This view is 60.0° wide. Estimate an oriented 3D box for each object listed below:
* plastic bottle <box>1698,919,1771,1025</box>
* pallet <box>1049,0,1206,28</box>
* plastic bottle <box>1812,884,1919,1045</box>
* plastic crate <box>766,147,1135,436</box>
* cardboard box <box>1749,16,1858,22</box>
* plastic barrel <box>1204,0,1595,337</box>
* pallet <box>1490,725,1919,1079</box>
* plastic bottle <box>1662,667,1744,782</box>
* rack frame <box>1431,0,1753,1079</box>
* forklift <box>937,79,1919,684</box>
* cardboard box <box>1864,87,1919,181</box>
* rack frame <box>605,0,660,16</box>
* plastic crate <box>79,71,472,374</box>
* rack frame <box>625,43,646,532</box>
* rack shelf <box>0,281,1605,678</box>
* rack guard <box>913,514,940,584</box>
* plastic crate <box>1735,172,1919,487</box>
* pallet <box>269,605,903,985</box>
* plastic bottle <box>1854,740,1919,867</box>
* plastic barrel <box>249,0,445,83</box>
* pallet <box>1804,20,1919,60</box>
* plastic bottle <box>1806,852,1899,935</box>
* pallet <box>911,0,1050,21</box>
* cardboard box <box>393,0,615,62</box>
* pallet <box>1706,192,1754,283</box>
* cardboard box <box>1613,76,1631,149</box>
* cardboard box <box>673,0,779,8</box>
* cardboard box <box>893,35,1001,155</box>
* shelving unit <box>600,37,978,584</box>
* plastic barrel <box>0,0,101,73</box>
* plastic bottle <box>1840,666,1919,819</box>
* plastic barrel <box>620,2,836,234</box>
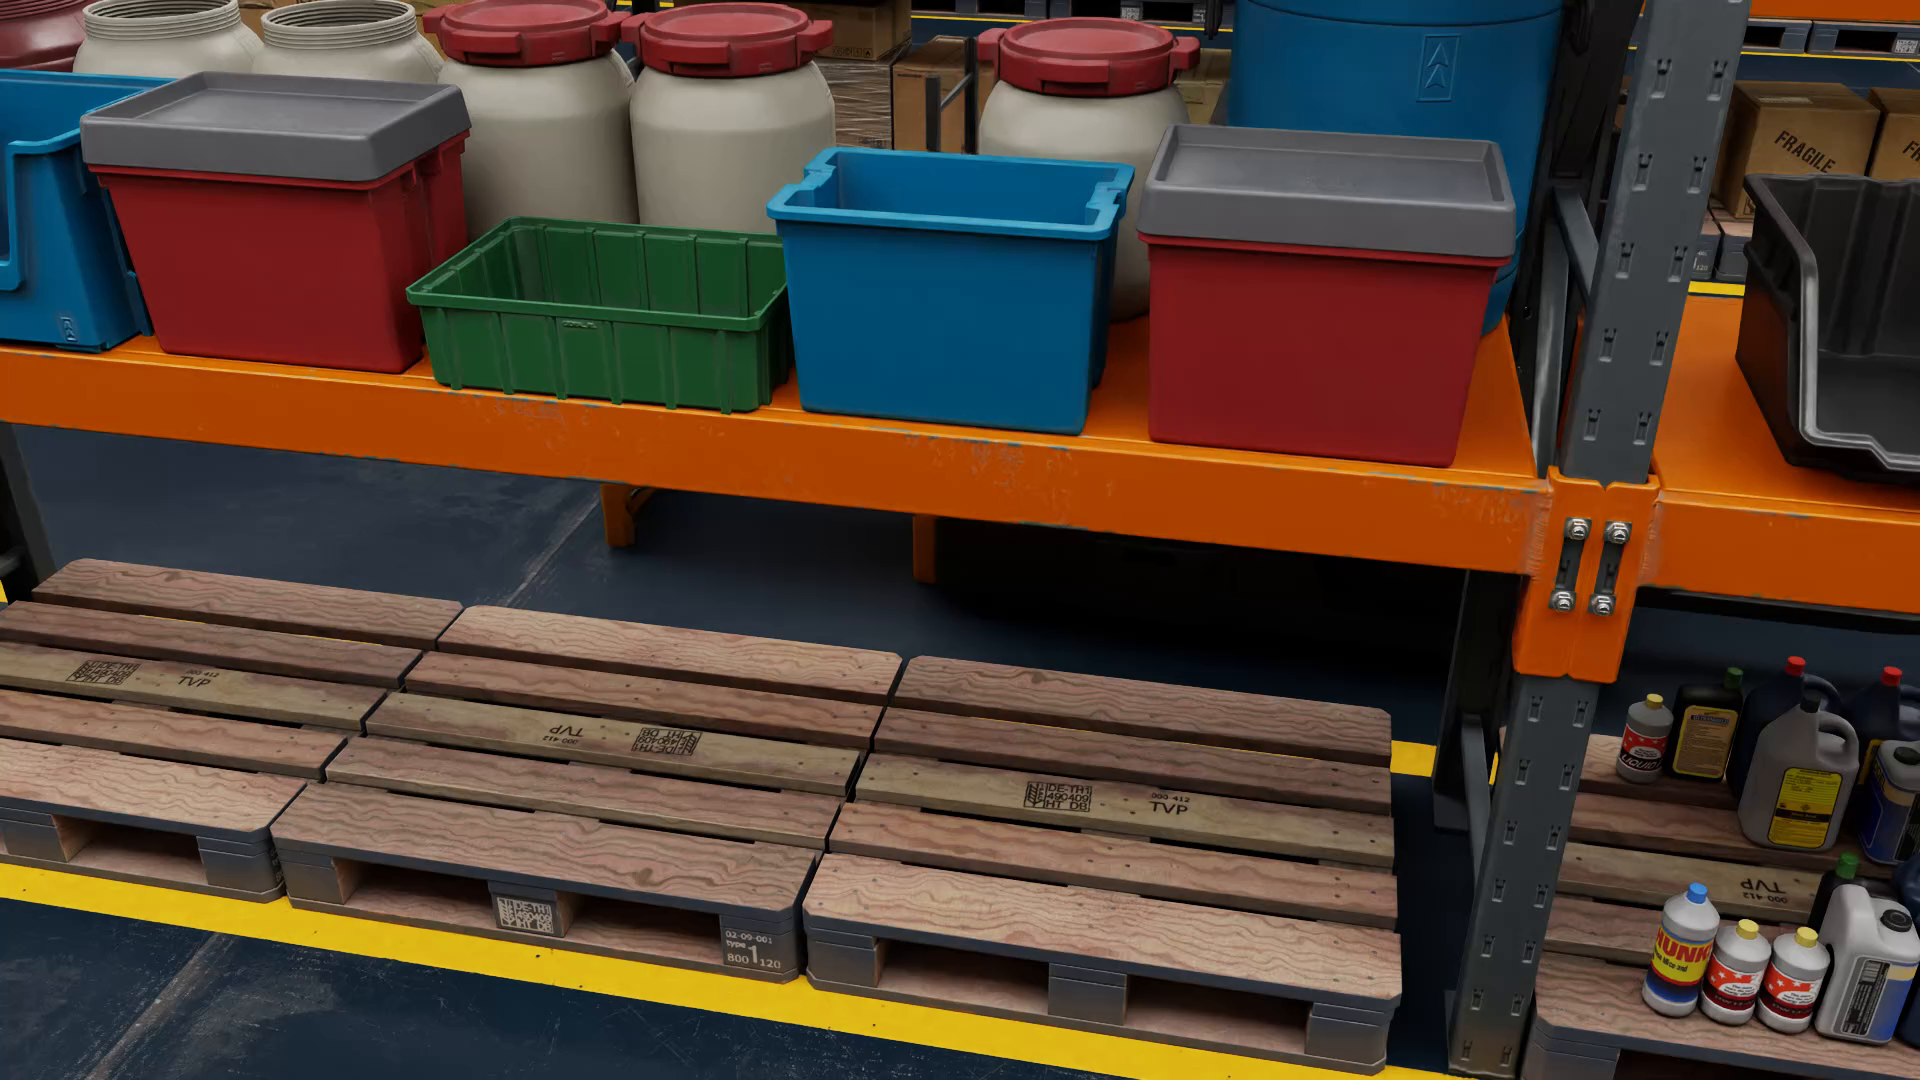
[{"bbox_3d":[1.457,0.800,3.121,0.097,0.201,0.097,0,29,0],"label":"plastic bottle"},{"bbox_3d":[1.340,-4.068,12.460,1.213,0.211,1.003,6,29,11],"label":"pallet"},{"bbox_3d":[1.680,0.777,3.086,0.135,0.276,0.152,7,29,12],"label":"plastic bottle"},{"bbox_3d":[-0.006,-0.440,2.946,0.575,0.384,0.392,6,29,11],"label":"plastic crate"},{"bbox_3d":[5.681,-4.103,11.396,0.875,0.875,0.875,5,29,10],"label":"cardboard box"},{"bbox_3d":[0.823,-0.883,3.218,0.708,0.901,0.600,6,29,11],"label":"plastic barrel"},{"bbox_3d":[1.786,0.828,3.518,1.213,0.211,1.003,6,29,11],"label":"pallet"},{"bbox_3d":[1.677,0.410,3.749,0.133,0.283,0.061,7,30,13],"label":"plastic bottle"},{"bbox_3d":[1.138,-0.482,3.007,0.127,3.000,1.000,6,29,11],"label":"rack frame"},{"bbox_3d":[1.505,-1.161,4.318,3.031,2.935,1.130,6,29,12],"label":"forklift"},{"bbox_3d":[4.277,-1.681,7.362,0.500,0.500,0.500,9,30,15],"label":"cardboard box"},{"bbox_3d":[-1.740,-3.209,7.989,0.127,3.000,1.000,6,29,11],"label":"rack frame"},{"bbox_3d":[-1.258,-0.606,3.166,0.583,0.464,0.402,6,29,11],"label":"plastic crate"},{"bbox_3d":[-1.009,-0.774,5.101,0.032,1.500,0.500,6,29,12],"label":"rack frame"},{"bbox_3d":[-0.818,-0.367,3.546,4.000,0.370,1.077,6,29,11],"label":"rack shelf"},{"bbox_3d":[-0.038,-0.116,5.202,0.087,0.250,0.587,6,29,12],"label":"rack guard"},{"bbox_3d":[1.623,-0.343,2.817,0.504,0.338,0.767,6,29,11],"label":"plastic crate"},{"bbox_3d":[-0.835,0.559,4.009,1.213,0.211,1.003,6,29,11],"label":"pallet"},{"bbox_3d":[2.009,0.540,3.518,0.135,0.276,0.152,6,29,11],"label":"plastic bottle"},{"bbox_3d":[-1.311,-0.887,3.631,0.421,0.512,0.421,0,29,0],"label":"plastic barrel"},{"bbox_3d":[6.420,-3.547,11.509,1.213,0.211,1.003,6,29,11],"label":"pallet"},{"bbox_3d":[1.701,0.724,3.175,0.133,0.283,0.061,6,29,11],"label":"plastic bottle"},{"bbox_3d":[0.150,-4.191,12.685,1.213,0.211,1.003,6,29,11],"label":"pallet"},{"bbox_3d":[-2.410,-2.541,8.542,0.875,0.875,1.225,5,29,8],"label":"cardboard box"},{"bbox_3d":[4.033,-1.413,7.611,1.213,0.211,1.003,6,29,11],"label":"pallet"},{"bbox_3d":[3.117,-1.783,7.549,0.500,0.500,0.500,16,32,26],"label":"cardboard box"},{"bbox_3d":[-1.078,-2.582,8.206,0.500,0.250,0.500,7,29,13],"label":"cardboard box"},{"bbox_3d":[0.021,-2.145,8.189,0.500,0.500,0.700,8,30,15],"label":"cardboard box"},{"bbox_3d":[-0.523,-0.719,5.001,1.083,1.500,0.587,6,29,12],"label":"shelving unit"},{"bbox_3d":[-2.257,-1.039,3.882,0.708,0.536,0.600,6,29,11],"label":"plastic barrel"},{"bbox_3d":[2.015,0.435,3.632,0.185,0.351,0.144,4,29,8],"label":"plastic bottle"},{"bbox_3d":[-0.470,-0.814,3.472,0.433,0.535,0.433,0,29,0],"label":"plastic barrel"}]
